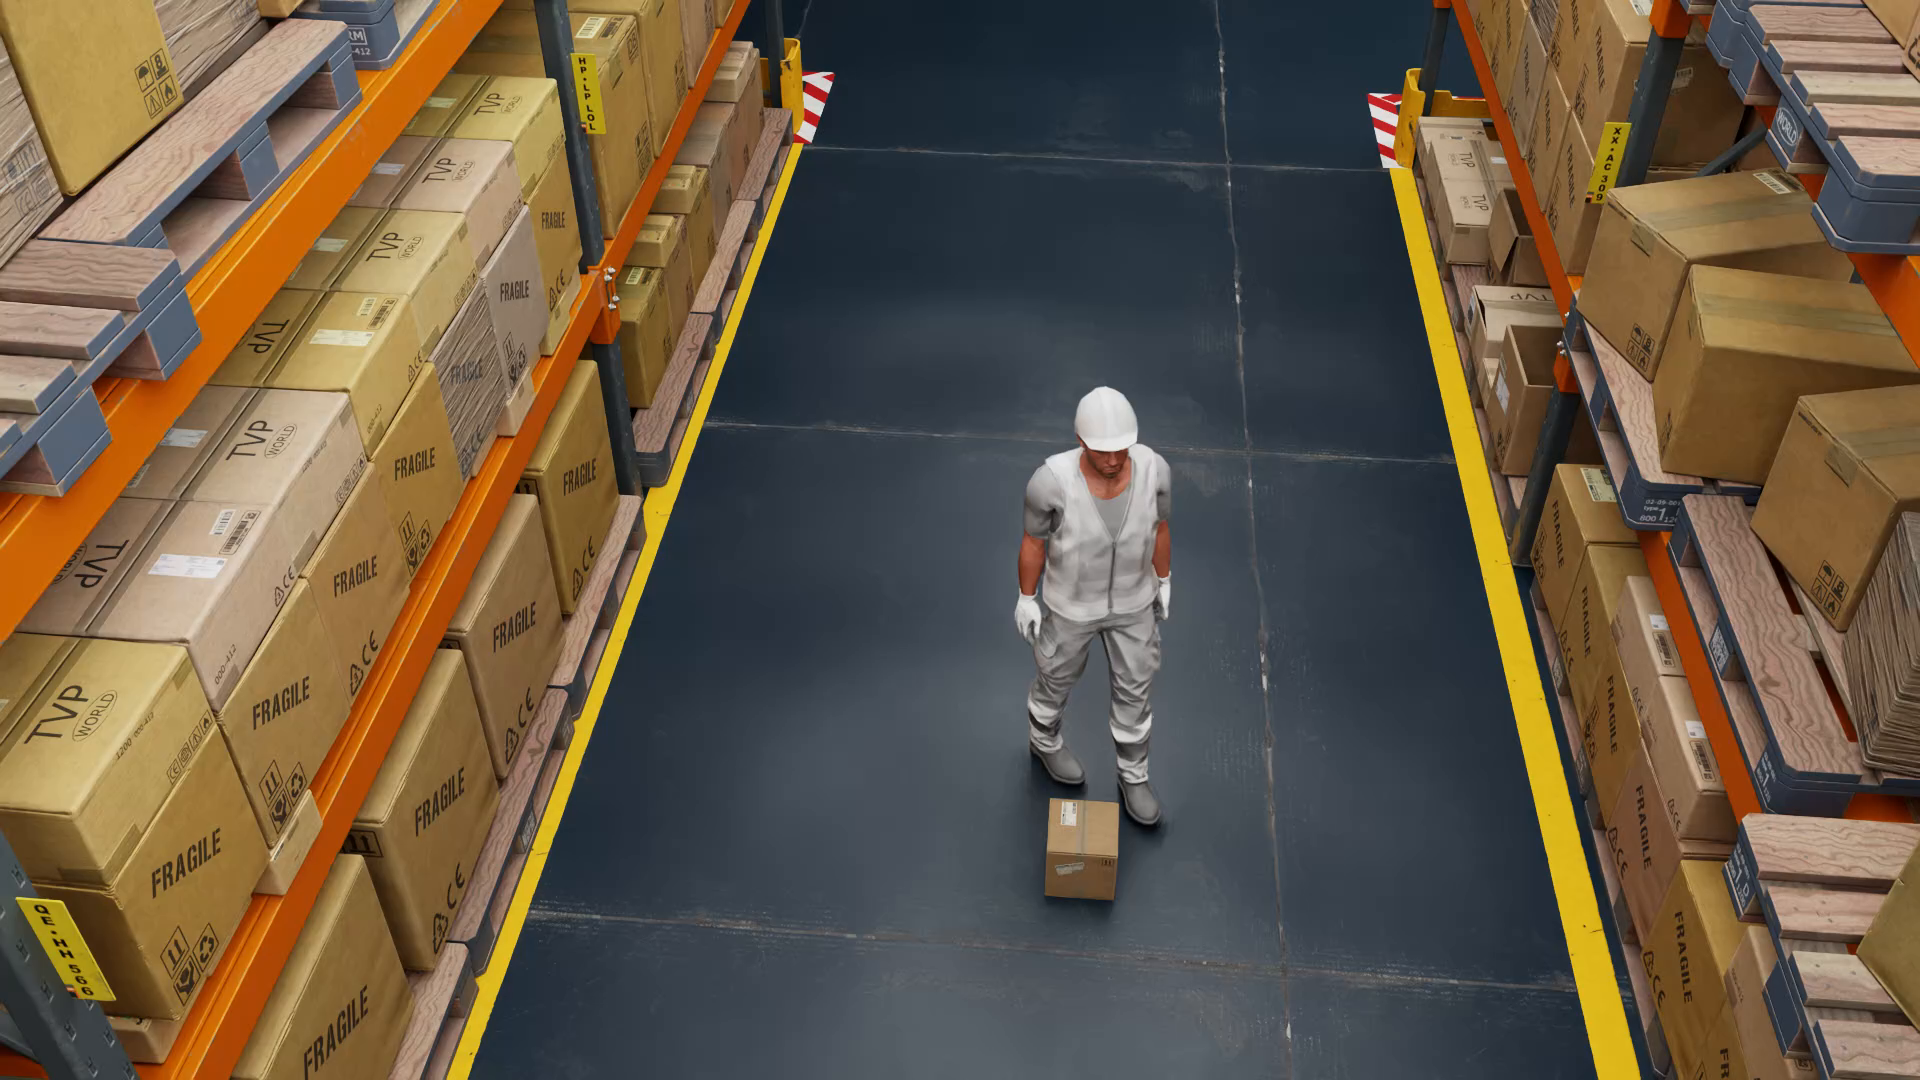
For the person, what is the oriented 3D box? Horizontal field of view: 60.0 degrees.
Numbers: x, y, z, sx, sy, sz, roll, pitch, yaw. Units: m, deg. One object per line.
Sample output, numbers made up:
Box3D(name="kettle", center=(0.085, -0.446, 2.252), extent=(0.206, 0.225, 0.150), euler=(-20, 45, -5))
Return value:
Box3D(name="person", center=(0.498, 0.256, 5.820), extent=(0.569, 1.789, 0.559), euler=(-8, 40, -10))
